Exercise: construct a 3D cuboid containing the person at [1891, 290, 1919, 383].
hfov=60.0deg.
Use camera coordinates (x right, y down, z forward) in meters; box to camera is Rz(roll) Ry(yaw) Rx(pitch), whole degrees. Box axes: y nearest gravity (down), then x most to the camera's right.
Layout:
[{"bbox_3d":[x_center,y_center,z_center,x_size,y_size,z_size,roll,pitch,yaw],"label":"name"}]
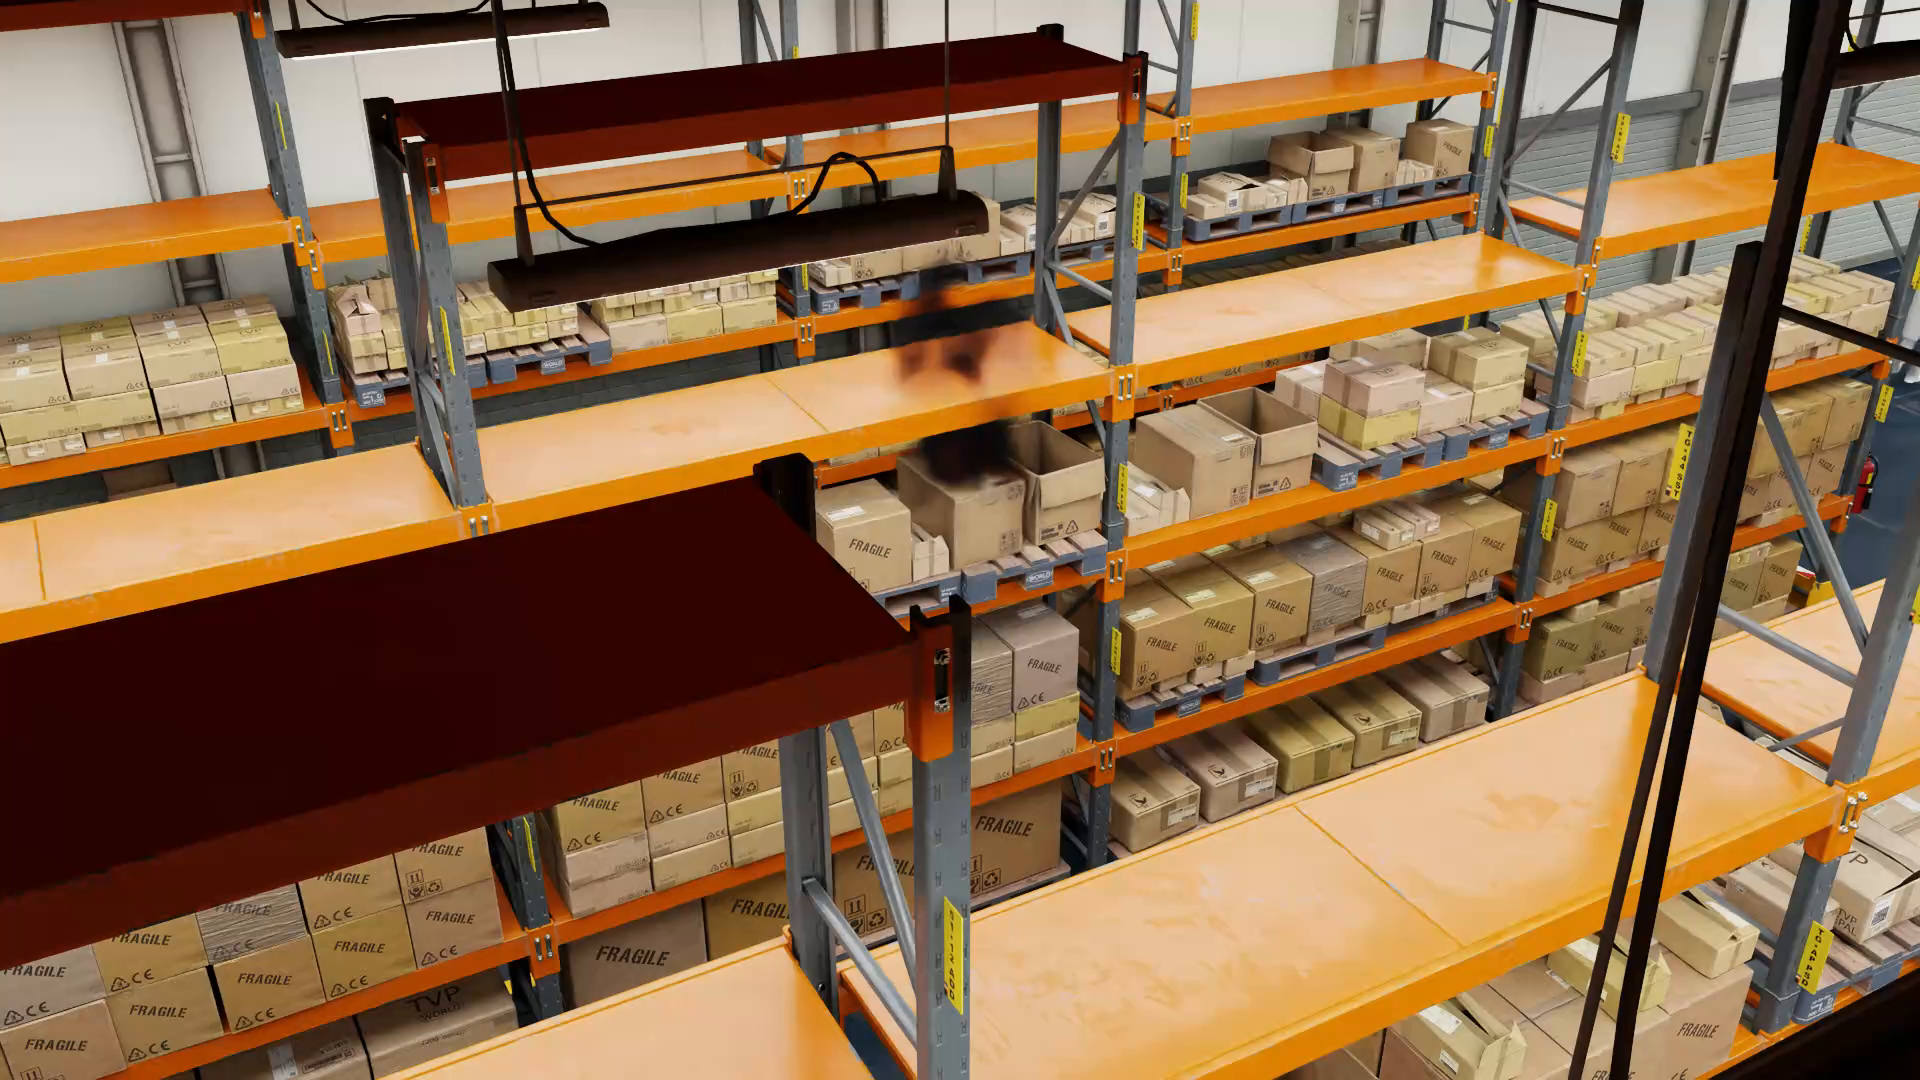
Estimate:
[{"bbox_3d":[11.759,-2.683,20.239,0.730,1.724,0.716,20,34,33],"label":"person"}]
